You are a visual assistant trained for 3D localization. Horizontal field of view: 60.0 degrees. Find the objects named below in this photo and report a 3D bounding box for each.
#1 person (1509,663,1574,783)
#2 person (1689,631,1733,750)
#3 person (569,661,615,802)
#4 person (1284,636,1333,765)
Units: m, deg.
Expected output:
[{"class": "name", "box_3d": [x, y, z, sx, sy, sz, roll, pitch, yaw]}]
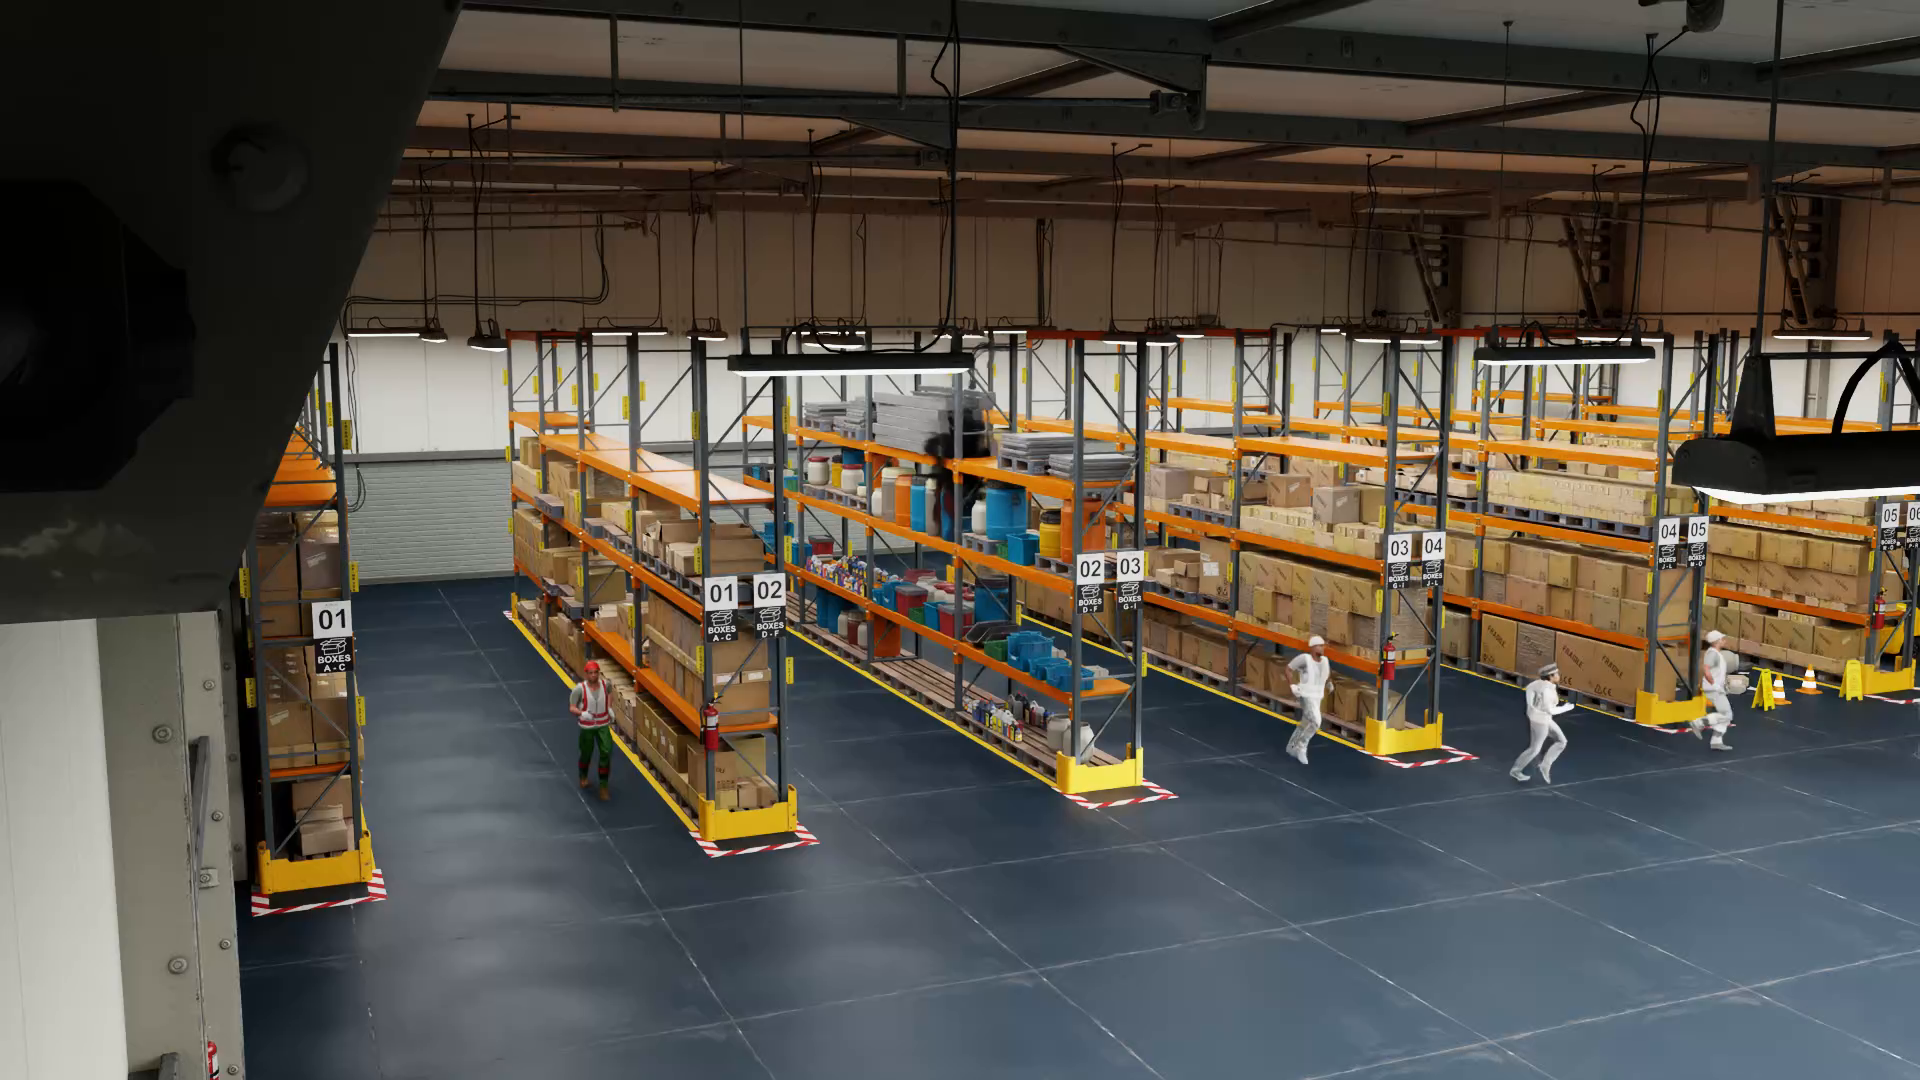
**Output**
[{"class": "person", "box_3d": [7.834, 2.458, 22.381, 0.780, 1.665, 0.642, 2, 8, 18]}, {"class": "person", "box_3d": [11.037, 2.179, 24.365, 0.601, 1.708, 0.704, 3, 8, 24]}, {"class": "person", "box_3d": [-4.842, 2.478, 21.925, 0.607, 1.833, 0.855, -3, 8, -22]}, {"class": "person", "box_3d": [5.015, 2.260, 23.677, 0.697, 1.786, 0.665, -7, 10, -40]}]
